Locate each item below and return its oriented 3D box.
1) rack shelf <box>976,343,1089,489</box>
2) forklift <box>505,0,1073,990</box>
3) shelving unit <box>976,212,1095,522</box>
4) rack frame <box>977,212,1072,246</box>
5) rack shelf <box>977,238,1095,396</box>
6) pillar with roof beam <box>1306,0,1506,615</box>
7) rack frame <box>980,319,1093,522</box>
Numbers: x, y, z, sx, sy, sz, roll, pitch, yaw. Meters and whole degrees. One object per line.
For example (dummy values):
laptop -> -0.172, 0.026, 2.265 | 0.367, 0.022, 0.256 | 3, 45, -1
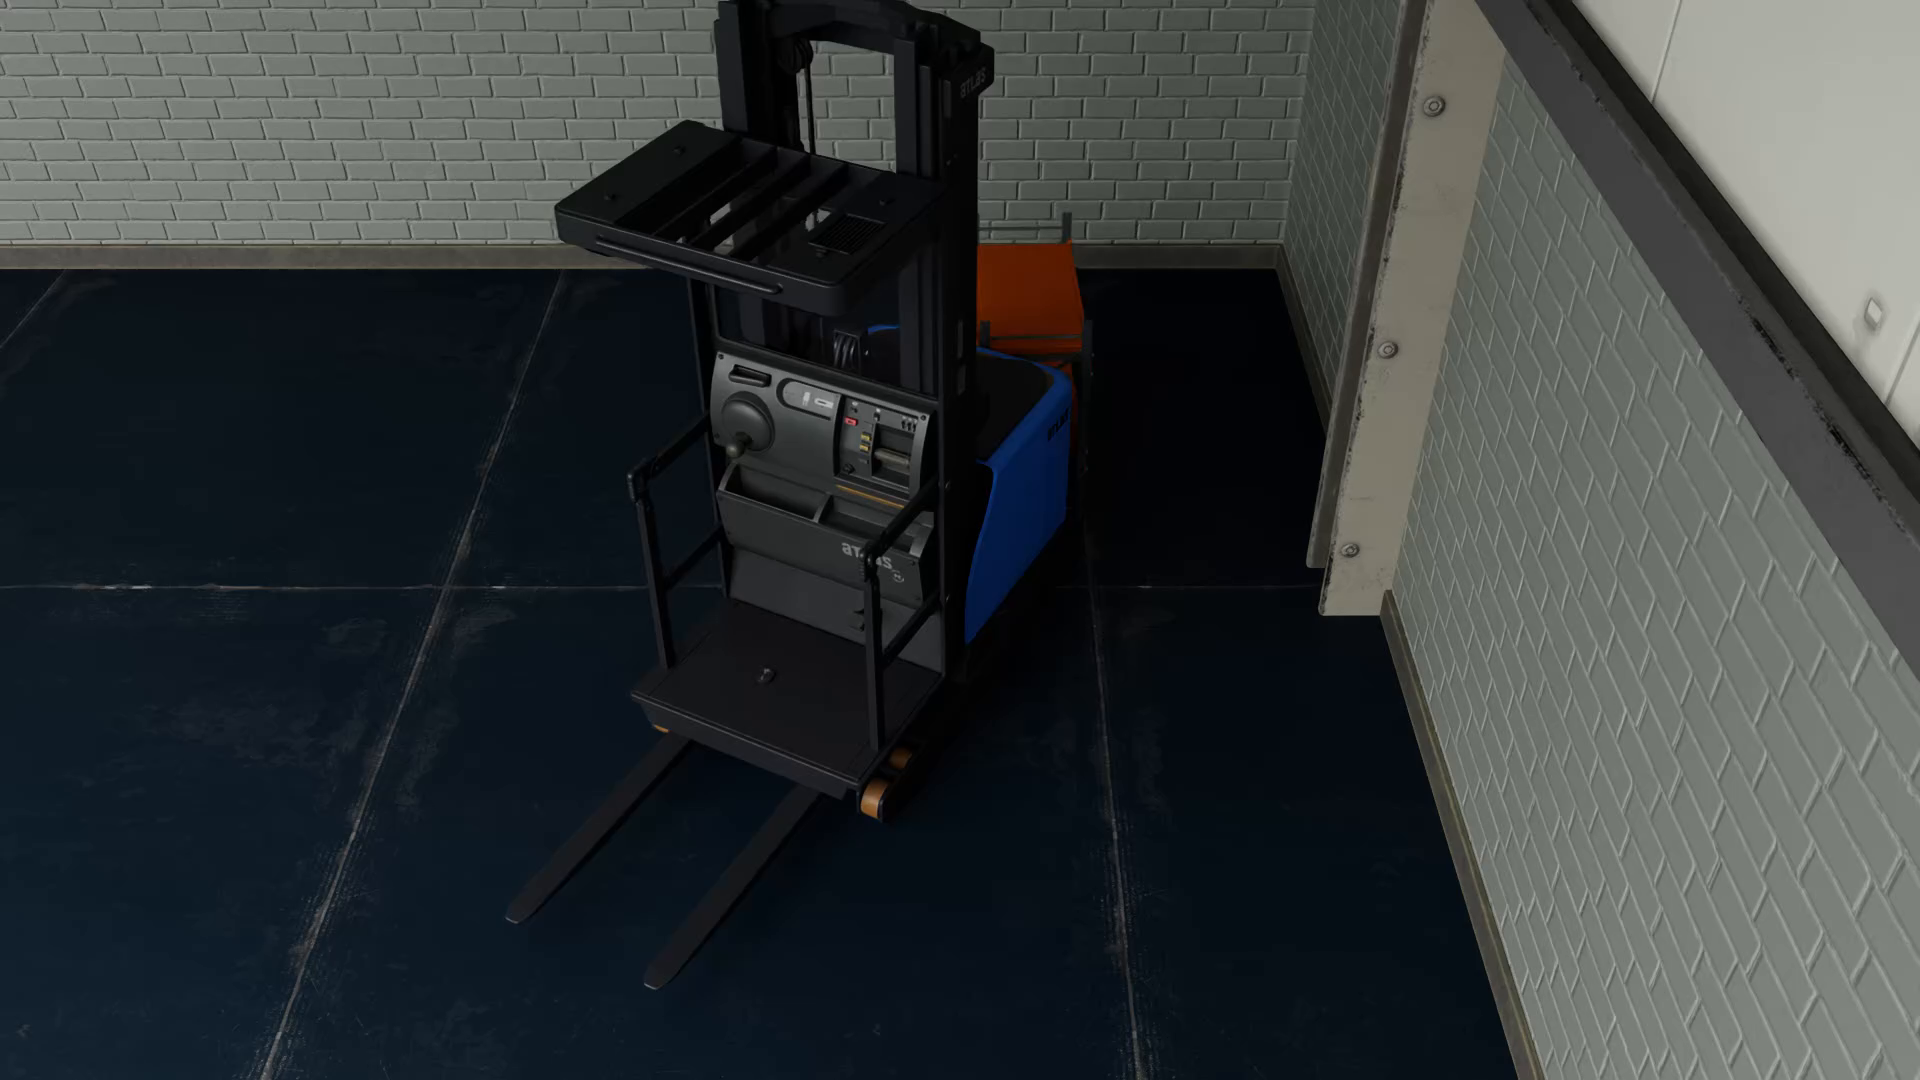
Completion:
rack shelf -> 0.321, -0.659, 8.309 | 0.538, 0.278, 1.000 | -1, 39, -2
forklift -> -0.631, -0.358, 6.099 | 1.130, 2.935, 3.031 | 18, 42, 21
shelving unit -> 0.321, -0.850, 8.156 | 0.538, 1.125, 1.048 | -1, 39, -2
rack frame -> 0.300, -1.167, 8.552 | 0.500, 1.125, 0.032 | -1, 39, -2
rack shelf -> 0.321, -1.078, 7.973 | 0.538, 0.278, 1.000 | -1, 39, -2
pillar with roof beam -> -2.513, -3.291, 4.906 | 9.100, 9.000, 0.400 | 0, 39, 0
rack frame -> 0.342, -0.532, 7.760 | 0.500, 1.125, 0.032 | -1, 39, -2
